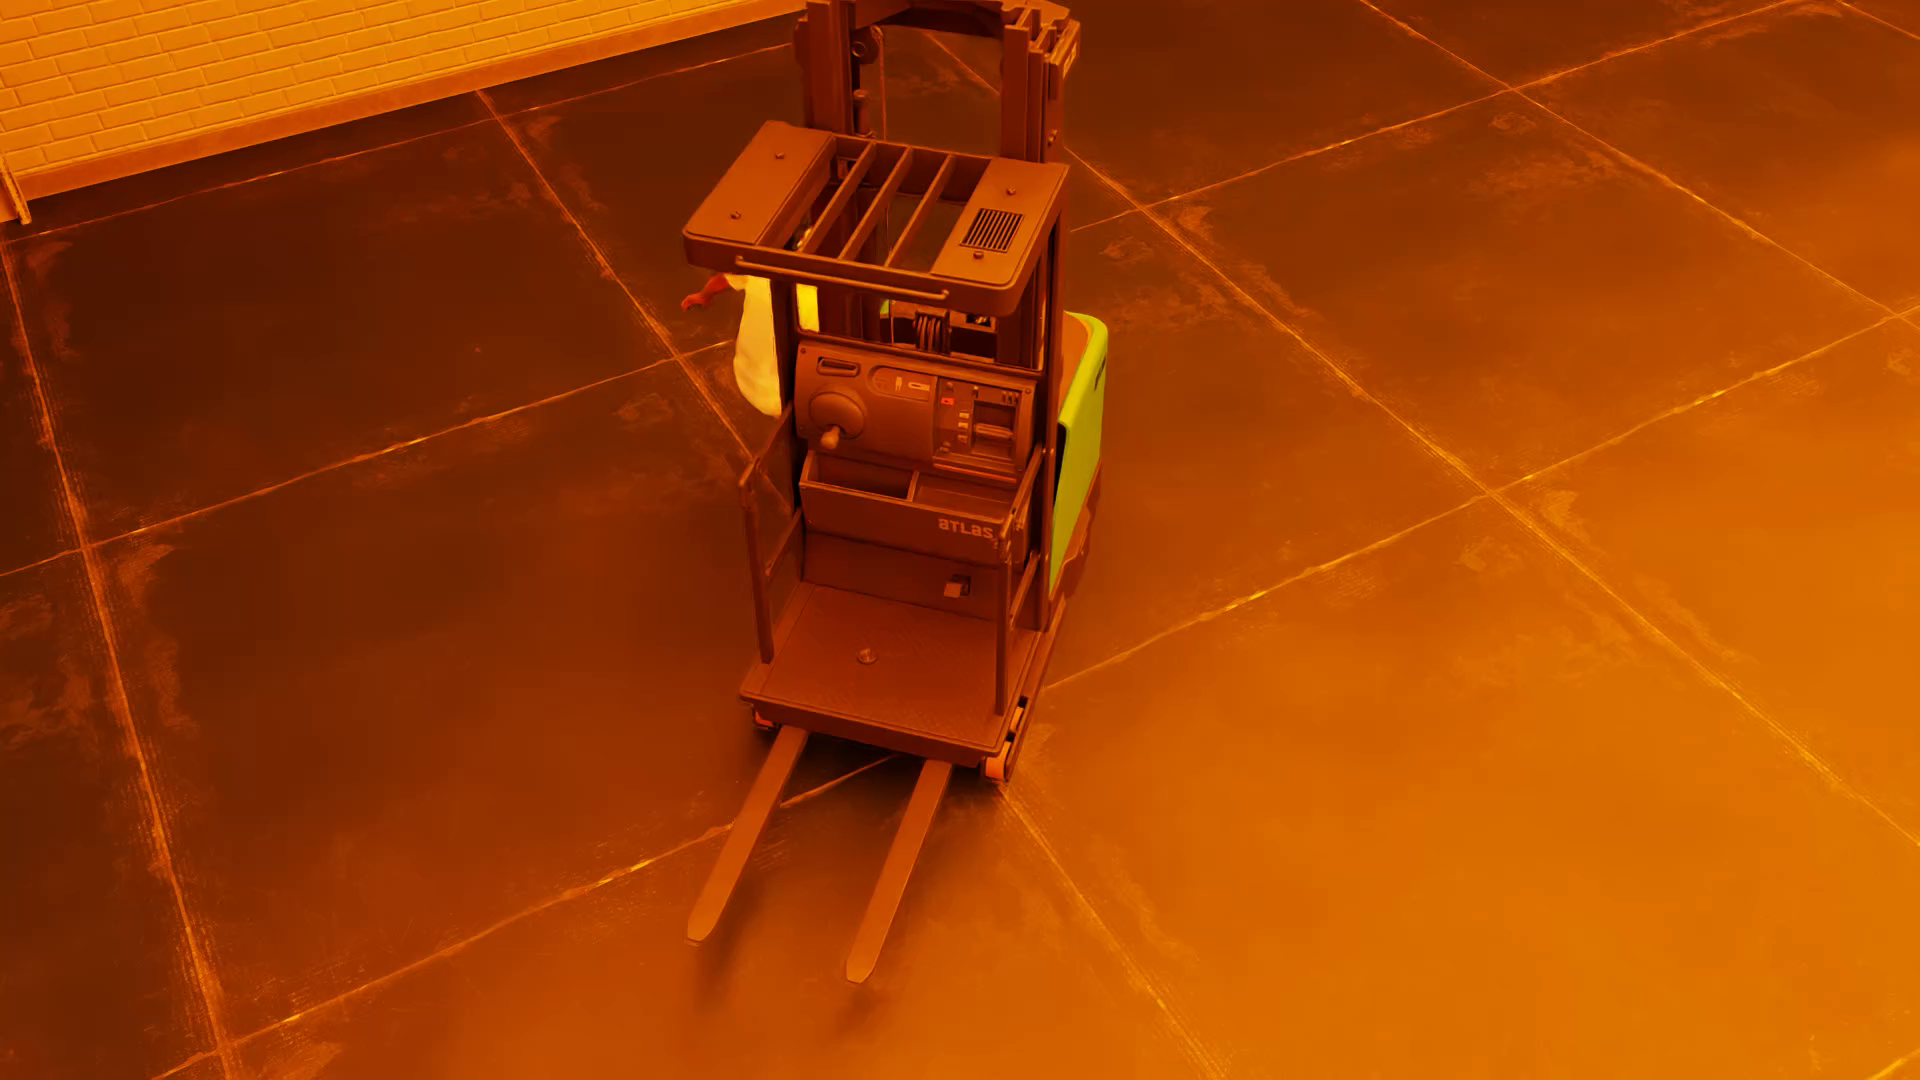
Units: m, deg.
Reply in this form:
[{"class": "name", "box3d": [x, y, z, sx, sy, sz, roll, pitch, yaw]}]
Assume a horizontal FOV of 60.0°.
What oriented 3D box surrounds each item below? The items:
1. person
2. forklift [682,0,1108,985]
[{"class": "person", "box3d": [-0.661, -0.930, 7.831, 0.949, 1.489, 1.100, -23, 48, -23]}, {"class": "forklift", "box3d": [-0.237, -0.402, 6.131, 1.130, 2.935, 3.031, 11, 44, 12]}]
